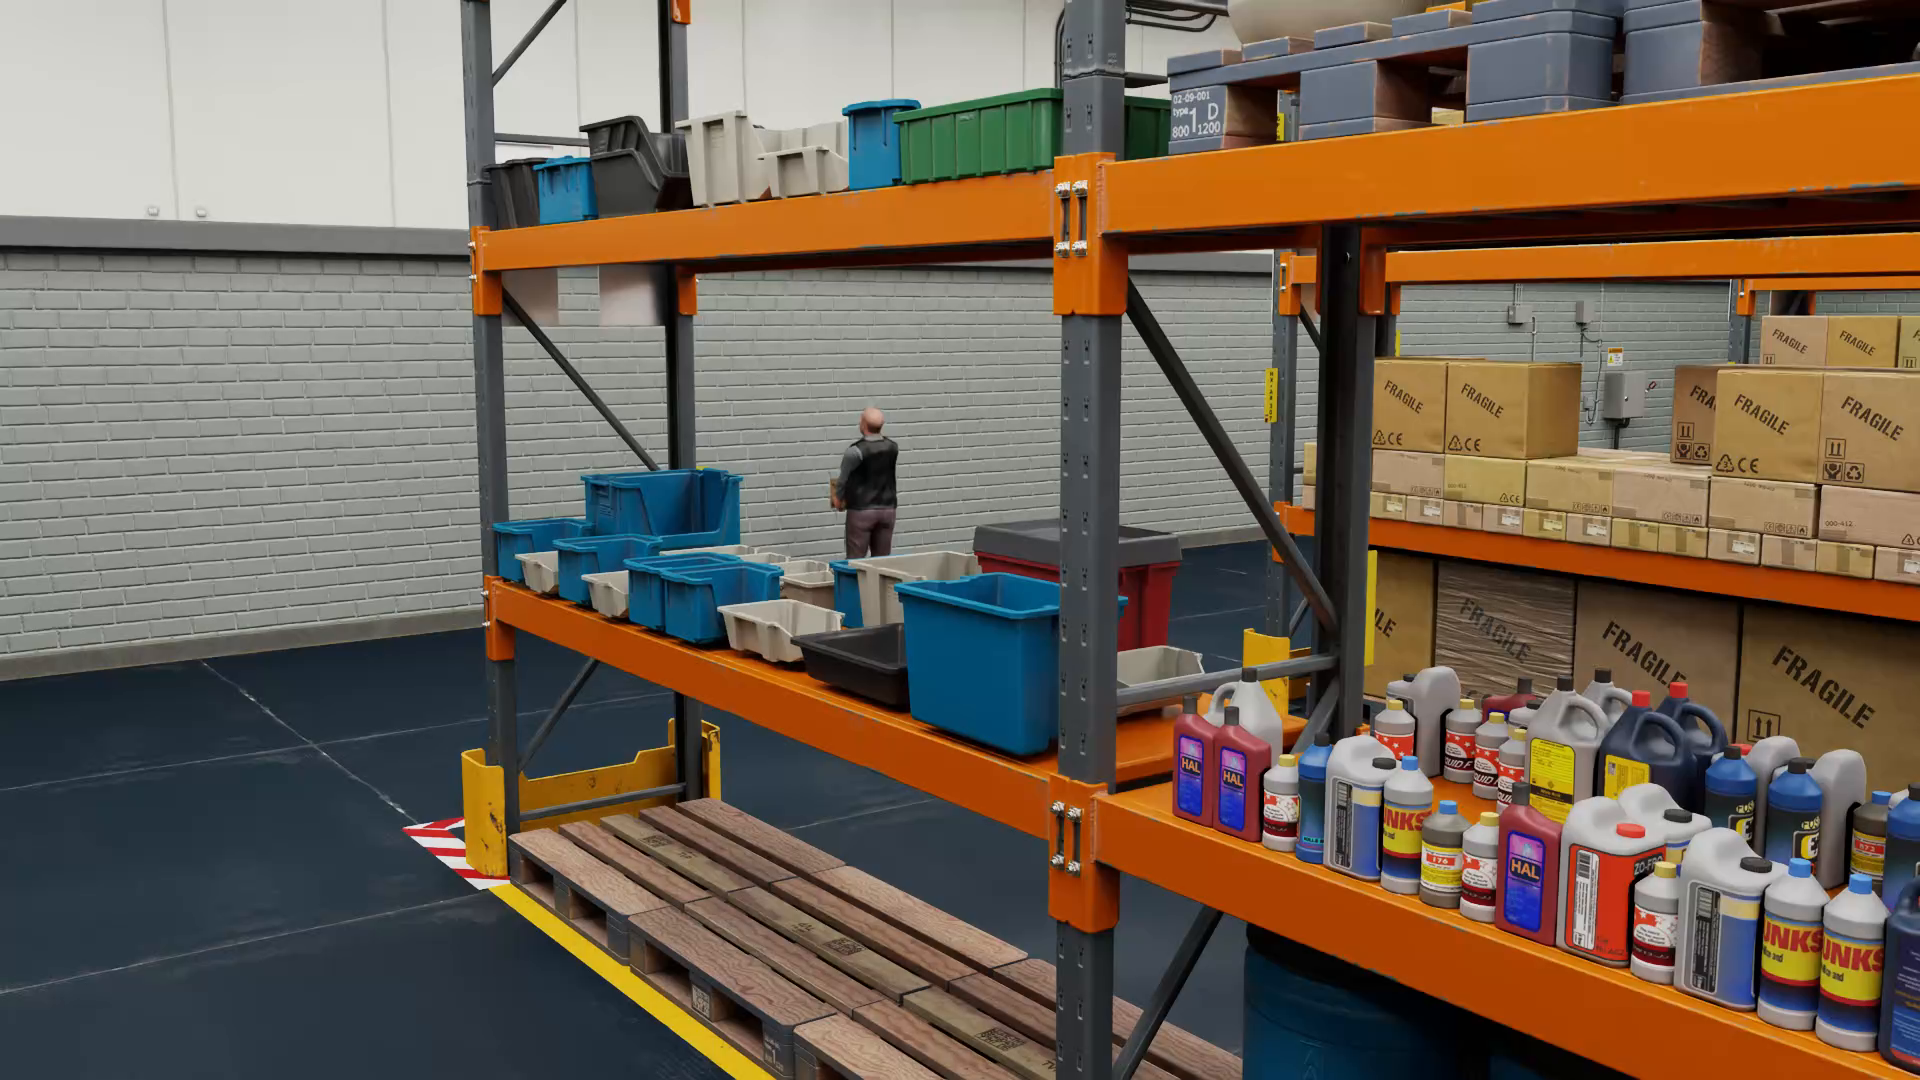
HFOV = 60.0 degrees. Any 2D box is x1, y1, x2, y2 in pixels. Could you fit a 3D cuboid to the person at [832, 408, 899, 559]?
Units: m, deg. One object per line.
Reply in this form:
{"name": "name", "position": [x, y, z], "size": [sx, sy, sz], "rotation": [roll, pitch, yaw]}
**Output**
{"name": "person", "position": [-0.785, -0.221, 13.536], "size": [0.499, 1.719, 0.550], "rotation": [-6, 9, -35]}
